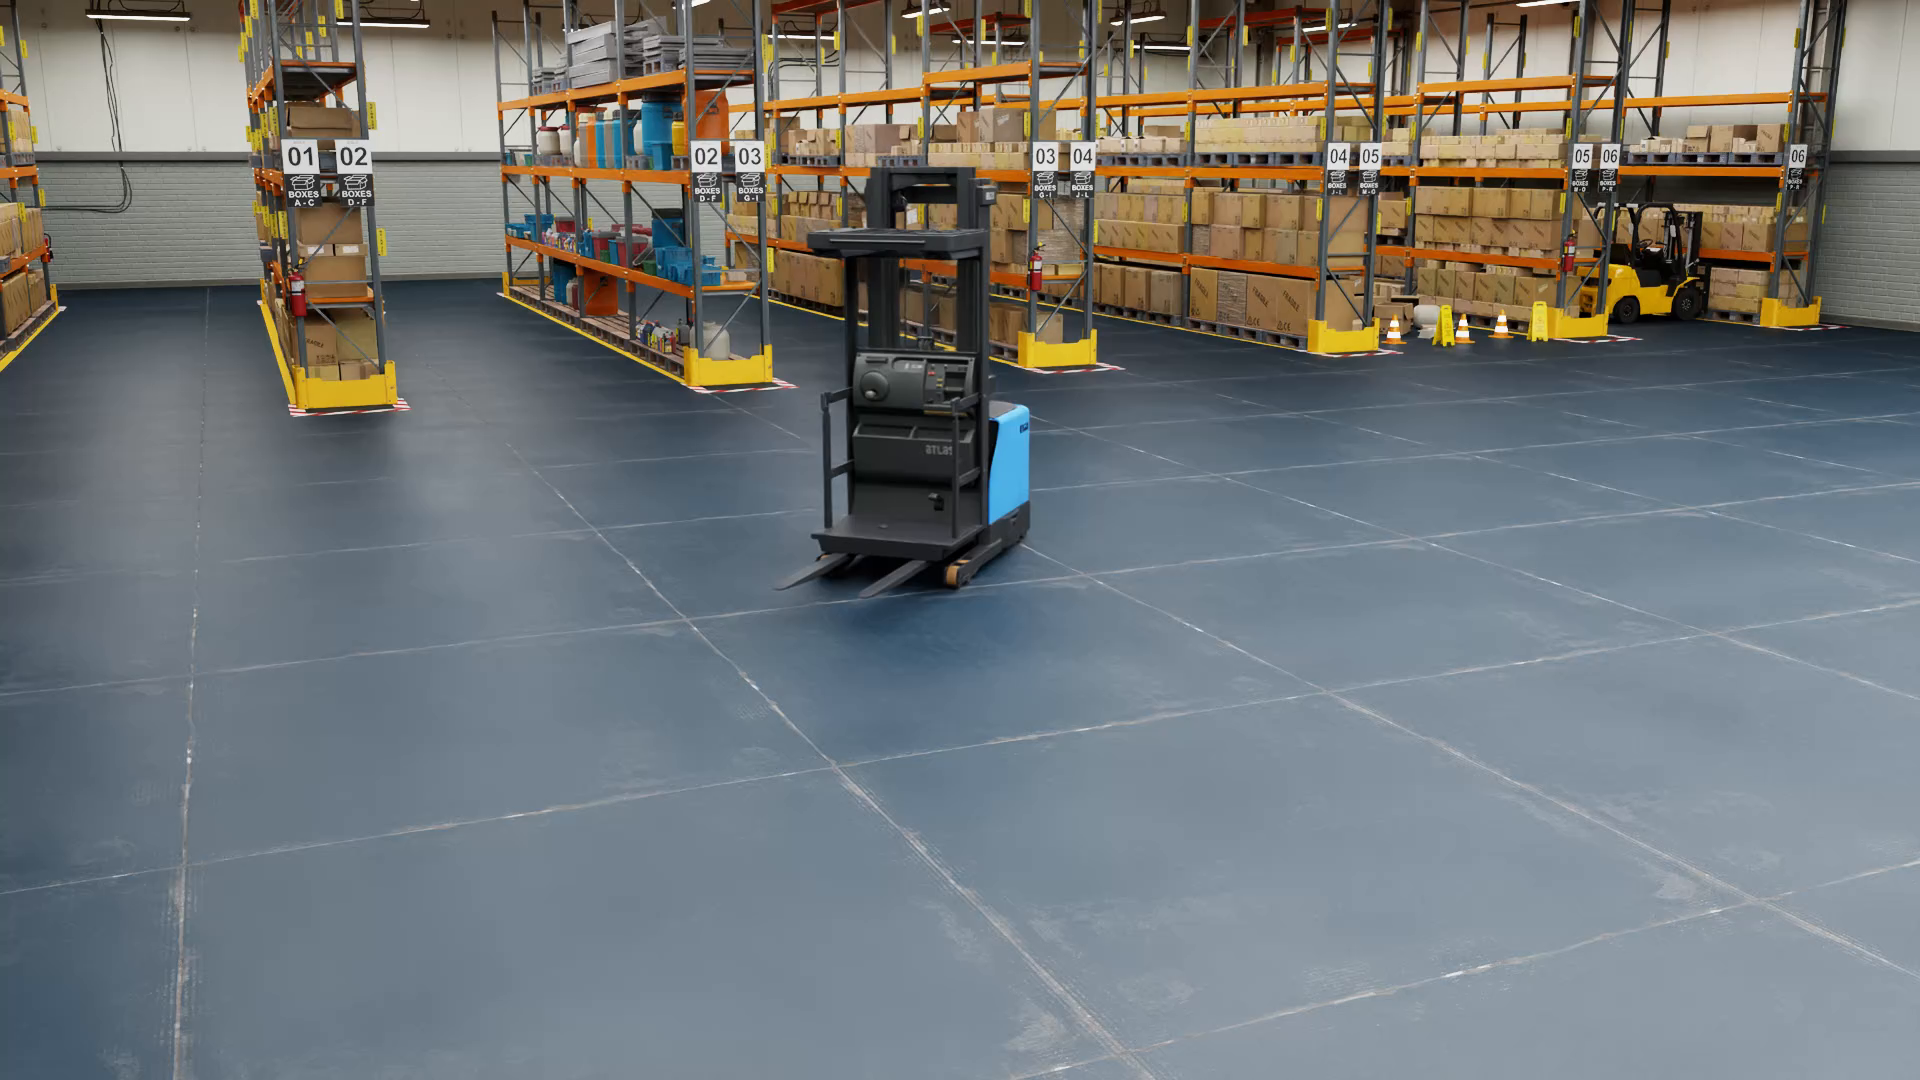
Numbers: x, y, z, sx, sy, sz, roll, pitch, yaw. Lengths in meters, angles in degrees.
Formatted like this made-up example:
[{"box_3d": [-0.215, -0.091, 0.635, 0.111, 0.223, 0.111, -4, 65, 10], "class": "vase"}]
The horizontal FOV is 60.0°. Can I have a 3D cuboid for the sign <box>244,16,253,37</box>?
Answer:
[{"box_3d": [-11.308, -8.164, 26.439, 0.100, 0.325, 0.005, -6, 14, -23], "class": "sign"}]

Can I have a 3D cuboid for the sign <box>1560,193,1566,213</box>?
[{"box_3d": [10.032, -5.607, 27.674, 0.100, 0.325, 0.005, -6, 14, -23], "class": "sign"}]

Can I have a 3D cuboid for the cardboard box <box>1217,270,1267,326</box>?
[{"box_3d": [5.003, -4.140, 28.388, 0.875, 0.875, 0.875, -6, 14, -23], "class": "cardboard box"}]

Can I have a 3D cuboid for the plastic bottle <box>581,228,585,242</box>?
[{"box_3d": [-7.267, -5.836, 32.042, 0.144, 0.351, 0.185, -6, 14, -23], "class": "plastic bottle"}]

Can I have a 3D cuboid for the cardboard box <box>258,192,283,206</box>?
[{"box_3d": [-13.467, -6.556, 32.603, 0.500, 0.500, 0.500, -6, 14, -23], "class": "cardboard box"}]

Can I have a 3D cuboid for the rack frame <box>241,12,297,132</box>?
[{"box_3d": [-14.020, -9.374, 33.915, 1.000, 3.000, 0.127, -6, 14, -23], "class": "rack frame"}]

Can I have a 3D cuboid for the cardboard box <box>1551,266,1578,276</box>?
[{"box_3d": [12.969, -5.526, 34.927, 0.875, 0.625, 0.625, -6, 14, -24], "class": "cardboard box"}]

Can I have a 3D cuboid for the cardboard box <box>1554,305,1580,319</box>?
[{"box_3d": [10.478, -3.991, 29.129, 0.500, 0.250, 0.500, -6, 14, -23], "class": "cardboard box"}]

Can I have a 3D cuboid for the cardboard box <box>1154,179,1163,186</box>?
[{"box_3d": [4.872, -8.570, 39.870, 0.380, 0.149, 0.250, -6, 14, -24], "class": "cardboard box"}]

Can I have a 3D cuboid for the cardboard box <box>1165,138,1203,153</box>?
[{"box_3d": [4.021, -7.066, 29.775, 0.500, 0.250, 0.500, -5, 14, -22], "class": "cardboard box"}]

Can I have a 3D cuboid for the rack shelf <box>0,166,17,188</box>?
[{"box_3d": [-16.154, -5.874, 27.041, 1.077, 0.370, 4.000, -6, 14, -23], "class": "rack shelf"}]

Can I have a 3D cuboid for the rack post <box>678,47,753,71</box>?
[{"box_3d": [-3.257, -6.439, 22.343, 0.937, 0.300, 0.954, -4, 14, -17], "class": "rack post"}]

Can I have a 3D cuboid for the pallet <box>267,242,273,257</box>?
[{"box_3d": [-11.598, -5.106, 29.206, 1.003, 0.211, 1.213, -6, 14, -23], "class": "pallet"}]

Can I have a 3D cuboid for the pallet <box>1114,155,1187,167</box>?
[{"box_3d": [3.606, -7.130, 31.290, 1.003, 0.211, 1.213, -5, 14, -20], "class": "pallet"}]

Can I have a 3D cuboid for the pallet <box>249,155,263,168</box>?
[{"box_3d": [-11.802, -6.640, 29.169, 1.213, 0.211, 1.003, -6, 14, -23], "class": "pallet"}]

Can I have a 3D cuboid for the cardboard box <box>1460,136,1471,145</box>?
[{"box_3d": [9.228, -7.184, 29.894, 0.380, 0.149, 0.250, -6, 14, -25], "class": "cardboard box"}]

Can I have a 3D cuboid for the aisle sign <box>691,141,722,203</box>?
[{"box_3d": [-3.314, -4.817, 21.765, 0.394, 0.787, 0.004, -6, 14, -23], "class": "aisle sign"}]

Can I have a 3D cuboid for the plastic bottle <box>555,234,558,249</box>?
[{"box_3d": [-7.556, -5.613, 31.255, 0.097, 0.271, 0.097, 0, 13, 0], "class": "plastic bottle"}]

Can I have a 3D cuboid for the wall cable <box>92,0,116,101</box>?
[{"box_3d": [-18.016, -11.319, 38.003, 3.097, 2.526, 0.112, -6, 14, -23], "class": "wall cable"}]

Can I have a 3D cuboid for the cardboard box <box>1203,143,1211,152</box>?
[{"box_3d": [4.391, -6.726, 28.531, 0.380, 0.149, 0.250, -6, 14, -23], "class": "cardboard box"}]

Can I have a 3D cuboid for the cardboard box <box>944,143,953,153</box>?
[{"box_3d": [-0.028, -6.246, 26.503, 0.380, 0.149, 0.250, -6, 14, -23], "class": "cardboard box"}]

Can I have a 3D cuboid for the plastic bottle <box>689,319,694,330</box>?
[{"box_3d": [-4.074, -3.196, 25.424, 0.144, 0.351, 0.185, -6, 15, -26], "class": "plastic bottle"}]

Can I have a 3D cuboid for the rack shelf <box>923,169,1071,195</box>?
[{"box_3d": [0.667, -5.564, 25.699, 1.077, 0.370, 4.000, -6, 14, -23], "class": "rack shelf"}]

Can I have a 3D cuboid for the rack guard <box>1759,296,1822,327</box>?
[{"box_3d": [15.104, -4.161, 30.239, 1.175, 0.500, 0.348, -6, 14, -23], "class": "rack guard"}]

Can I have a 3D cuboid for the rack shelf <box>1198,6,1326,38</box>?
[{"box_3d": [6.542, -11.192, 35.995, 1.077, 0.370, 4.000, -6, 14, -23], "class": "rack shelf"}]

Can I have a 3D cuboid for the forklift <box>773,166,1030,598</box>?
[{"box_3d": [-0.409, -1.186, 11.995, 1.130, 2.935, 3.031, 5, 14, 19], "class": "forklift"}]

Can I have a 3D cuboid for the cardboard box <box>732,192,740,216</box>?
[{"box_3d": [-4.796, -7.555, 37.372, 0.500, 0.500, 0.500, -6, 14, -24], "class": "cardboard box"}]

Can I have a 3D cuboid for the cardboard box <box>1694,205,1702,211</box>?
[{"box_3d": [14.138, -6.265, 31.466, 0.380, 0.149, 0.250, -5, 14, -22], "class": "cardboard box"}]

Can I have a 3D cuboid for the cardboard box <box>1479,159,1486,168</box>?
[{"box_3d": [9.464, -6.694, 29.546, 0.380, 0.149, 0.250, -6, 14, -23], "class": "cardboard box"}]

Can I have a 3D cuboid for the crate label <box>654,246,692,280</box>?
[{"box_3d": [-4.055, -3.965, 23.772, 0.502, 0.435, 0.616, -6, 14, -23], "class": "crate label"}]

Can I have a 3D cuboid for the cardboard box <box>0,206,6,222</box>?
[{"box_3d": [-15.718, -5.250, 26.812, 0.500, 0.250, 0.500, -6, 14, -23], "class": "cardboard box"}]

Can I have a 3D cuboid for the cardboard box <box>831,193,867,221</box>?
[{"box_3d": [-2.015, -6.382, 31.847, 0.797, 0.503, 0.637, -5, 14, -21], "class": "cardboard box"}]

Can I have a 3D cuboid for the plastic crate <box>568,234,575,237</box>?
[{"box_3d": [-7.933, -6.081, 33.444, 0.396, 0.136, 0.243, -6, 14, -23], "class": "plastic crate"}]

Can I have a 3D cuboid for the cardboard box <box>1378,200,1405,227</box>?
[{"box_3d": [8.351, -6.336, 32.282, 0.500, 0.500, 0.500, -6, 14, -23], "class": "cardboard box"}]

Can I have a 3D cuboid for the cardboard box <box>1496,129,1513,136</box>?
[{"box_3d": [11.957, -8.628, 35.970, 0.500, 0.500, 0.500, -5, 14, -22], "class": "cardboard box"}]

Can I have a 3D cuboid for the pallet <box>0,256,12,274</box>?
[{"box_3d": [-14.969, -4.119, 24.940, 1.213, 0.211, 1.003, -6, 14, -23], "class": "pallet"}]

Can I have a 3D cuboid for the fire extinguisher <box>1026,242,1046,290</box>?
[{"box_3d": [1.092, -3.937, 23.898, 0.296, 0.674, 0.183, -6, 14, -23], "class": "fire extinguisher"}]

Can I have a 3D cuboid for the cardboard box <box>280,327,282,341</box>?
[{"box_3d": [-10.253, -3.212, 25.762, 0.500, 0.250, 0.500, -5, 14, -22], "class": "cardboard box"}]

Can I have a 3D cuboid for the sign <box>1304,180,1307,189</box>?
[{"box_3d": [9.202, -9.453, 44.294, 0.100, 0.325, 0.005, -6, 14, -23], "class": "sign"}]

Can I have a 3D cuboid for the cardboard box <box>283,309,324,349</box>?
[{"box_3d": [-8.913, -2.872, 22.628, 0.500, 0.500, 0.500, -6, 14, -23], "class": "cardboard box"}]

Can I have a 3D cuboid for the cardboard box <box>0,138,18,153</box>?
[{"box_3d": [-16.990, -6.985, 29.424, 0.500, 0.250, 0.500, -6, 14, -23], "class": "cardboard box"}]

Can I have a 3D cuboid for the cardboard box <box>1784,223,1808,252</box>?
[{"box_3d": [15.151, -5.560, 30.518, 0.500, 0.500, 0.500, -5, 14, -21], "class": "cardboard box"}]

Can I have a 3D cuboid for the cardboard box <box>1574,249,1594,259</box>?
[{"box_3d": [10.602, -4.901, 28.451, 0.380, 0.149, 0.250, -6, 14, -23], "class": "cardboard box"}]

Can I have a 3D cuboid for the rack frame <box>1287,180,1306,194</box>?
[{"box_3d": [7.343, -6.587, 35.180, 1.000, 3.000, 0.127, -6, 14, -23], "class": "rack frame"}]

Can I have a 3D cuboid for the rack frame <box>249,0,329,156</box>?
[{"box_3d": [-10.815, -7.721, 26.773, 1.000, 3.000, 0.127, -6, 14, -23], "class": "rack frame"}]

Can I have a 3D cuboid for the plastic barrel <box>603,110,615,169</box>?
[{"box_3d": [-5.337, -6.345, 26.367, 0.600, 0.901, 0.600, 0, 13, 0], "class": "plastic barrel"}]

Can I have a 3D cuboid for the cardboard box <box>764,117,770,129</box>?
[{"box_3d": [-4.141, -9.056, 36.154, 0.500, 0.250, 0.500, -6, 14, -25], "class": "cardboard box"}]

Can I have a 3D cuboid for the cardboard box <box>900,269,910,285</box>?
[{"box_3d": [-1.219, -4.810, 30.404, 0.500, 0.250, 0.500, -4, 14, -17], "class": "cardboard box"}]

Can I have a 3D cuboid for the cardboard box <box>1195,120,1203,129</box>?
[{"box_3d": [4.285, -7.168, 28.671, 0.380, 0.149, 0.250, -5, 14, -22], "class": "cardboard box"}]

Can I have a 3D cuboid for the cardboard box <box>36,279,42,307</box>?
[{"box_3d": [-17.782, -4.647, 31.408, 0.700, 0.500, 0.500, -6, 14, -25], "class": "cardboard box"}]

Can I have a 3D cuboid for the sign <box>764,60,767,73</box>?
[{"box_3d": [-4.438, -10.808, 37.862, 0.100, 0.325, 0.005, -6, 14, -23], "class": "sign"}]

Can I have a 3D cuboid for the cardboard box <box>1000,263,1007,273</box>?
[{"box_3d": [0.832, -4.109, 25.029, 0.380, 0.149, 0.250, -6, 14, -23], "class": "cardboard box"}]

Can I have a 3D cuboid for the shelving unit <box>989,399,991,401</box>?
[{"box_3d": [0.184, -0.626, 13.744, 0.215, 1.050, 0.252, -2, 13, -10], "class": "shelving unit"}]

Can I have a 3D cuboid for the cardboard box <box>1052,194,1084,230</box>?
[{"box_3d": [1.497, -4.859, 24.611, 0.500, 0.500, 0.500, -6, 14, -23], "class": "cardboard box"}]

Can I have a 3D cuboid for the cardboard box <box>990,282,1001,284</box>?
[{"box_3d": [0.777, -5.812, 37.220, 0.380, 0.149, 0.250, -5, 14, -22], "class": "cardboard box"}]
